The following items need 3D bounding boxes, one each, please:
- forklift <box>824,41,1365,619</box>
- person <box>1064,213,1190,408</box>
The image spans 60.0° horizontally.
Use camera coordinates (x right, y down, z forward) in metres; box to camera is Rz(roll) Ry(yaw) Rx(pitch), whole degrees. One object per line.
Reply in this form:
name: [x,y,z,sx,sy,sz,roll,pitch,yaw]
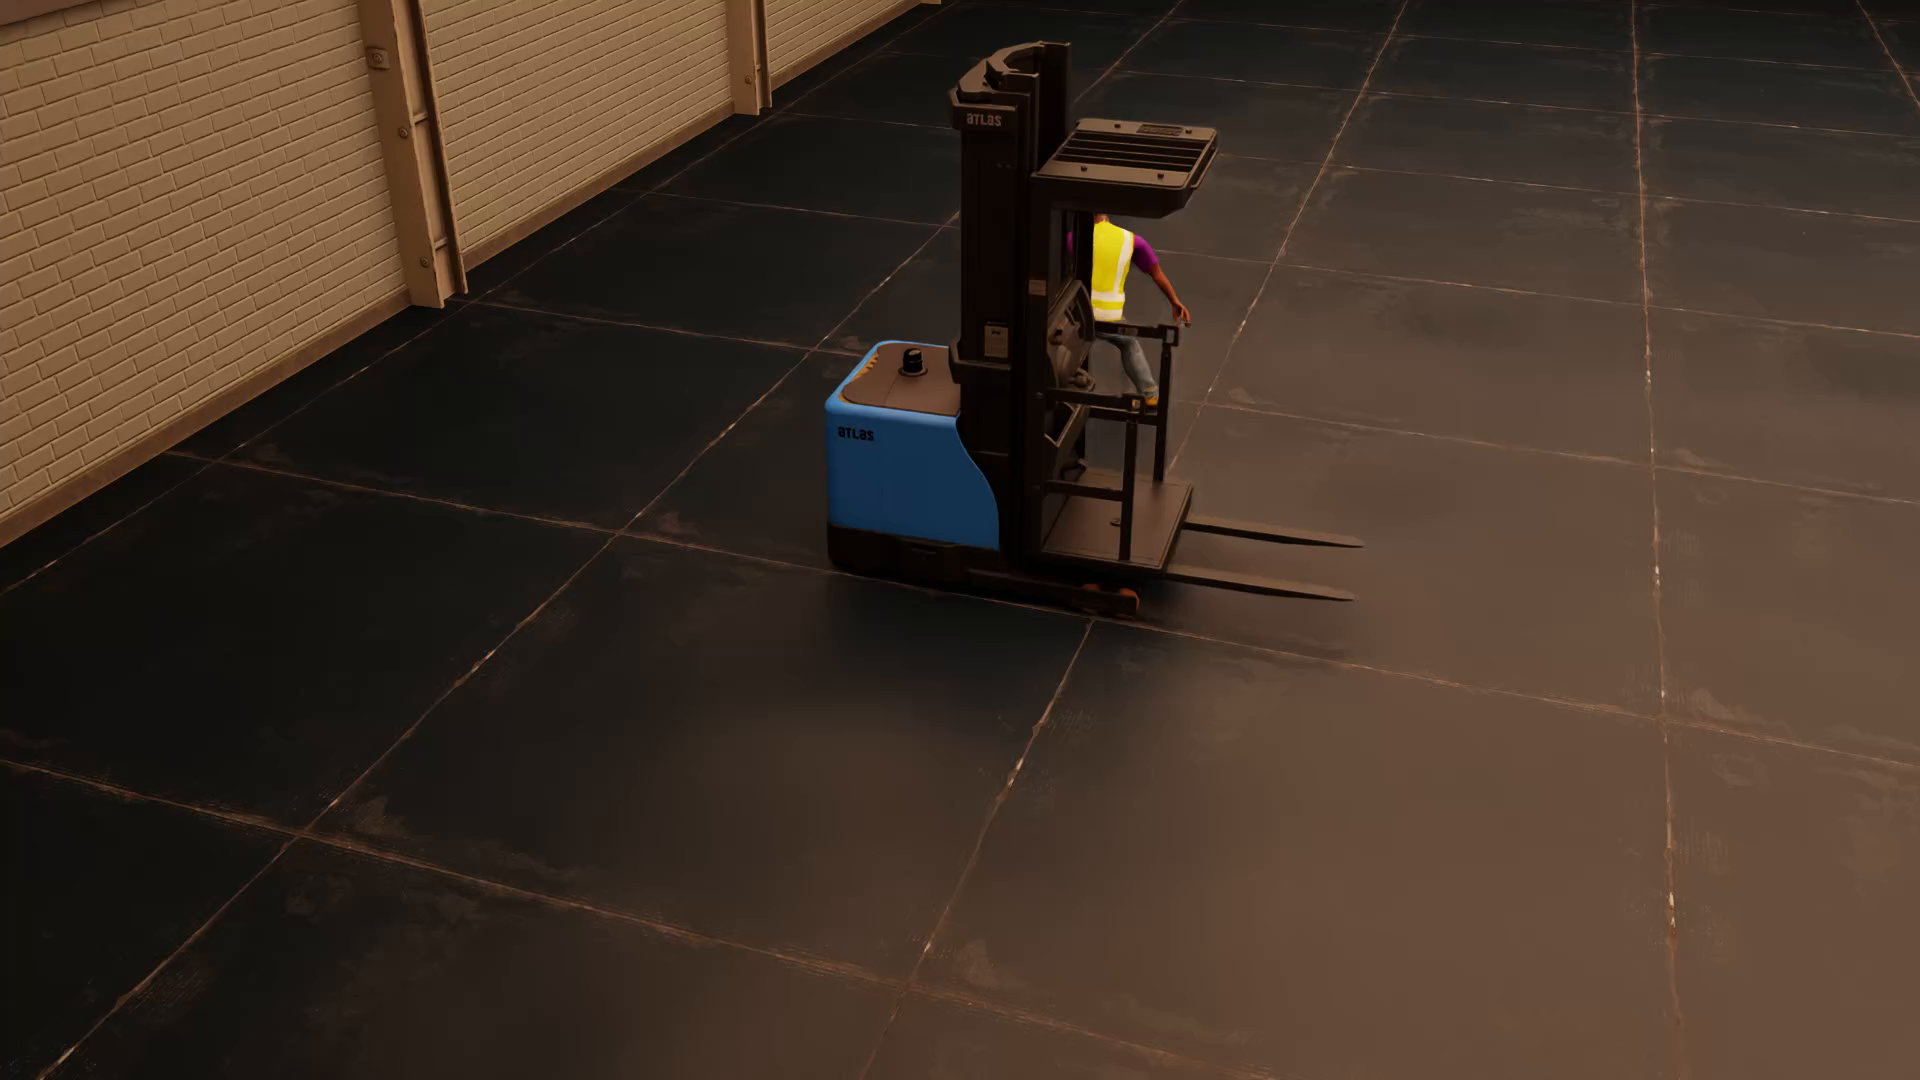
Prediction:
forklift: [0.797,-1.127,9.114,3.031,2.935,1.130,8,31,14]
person: [0.949,-1.529,11.282,1.153,1.723,0.568,0,30,-1]
